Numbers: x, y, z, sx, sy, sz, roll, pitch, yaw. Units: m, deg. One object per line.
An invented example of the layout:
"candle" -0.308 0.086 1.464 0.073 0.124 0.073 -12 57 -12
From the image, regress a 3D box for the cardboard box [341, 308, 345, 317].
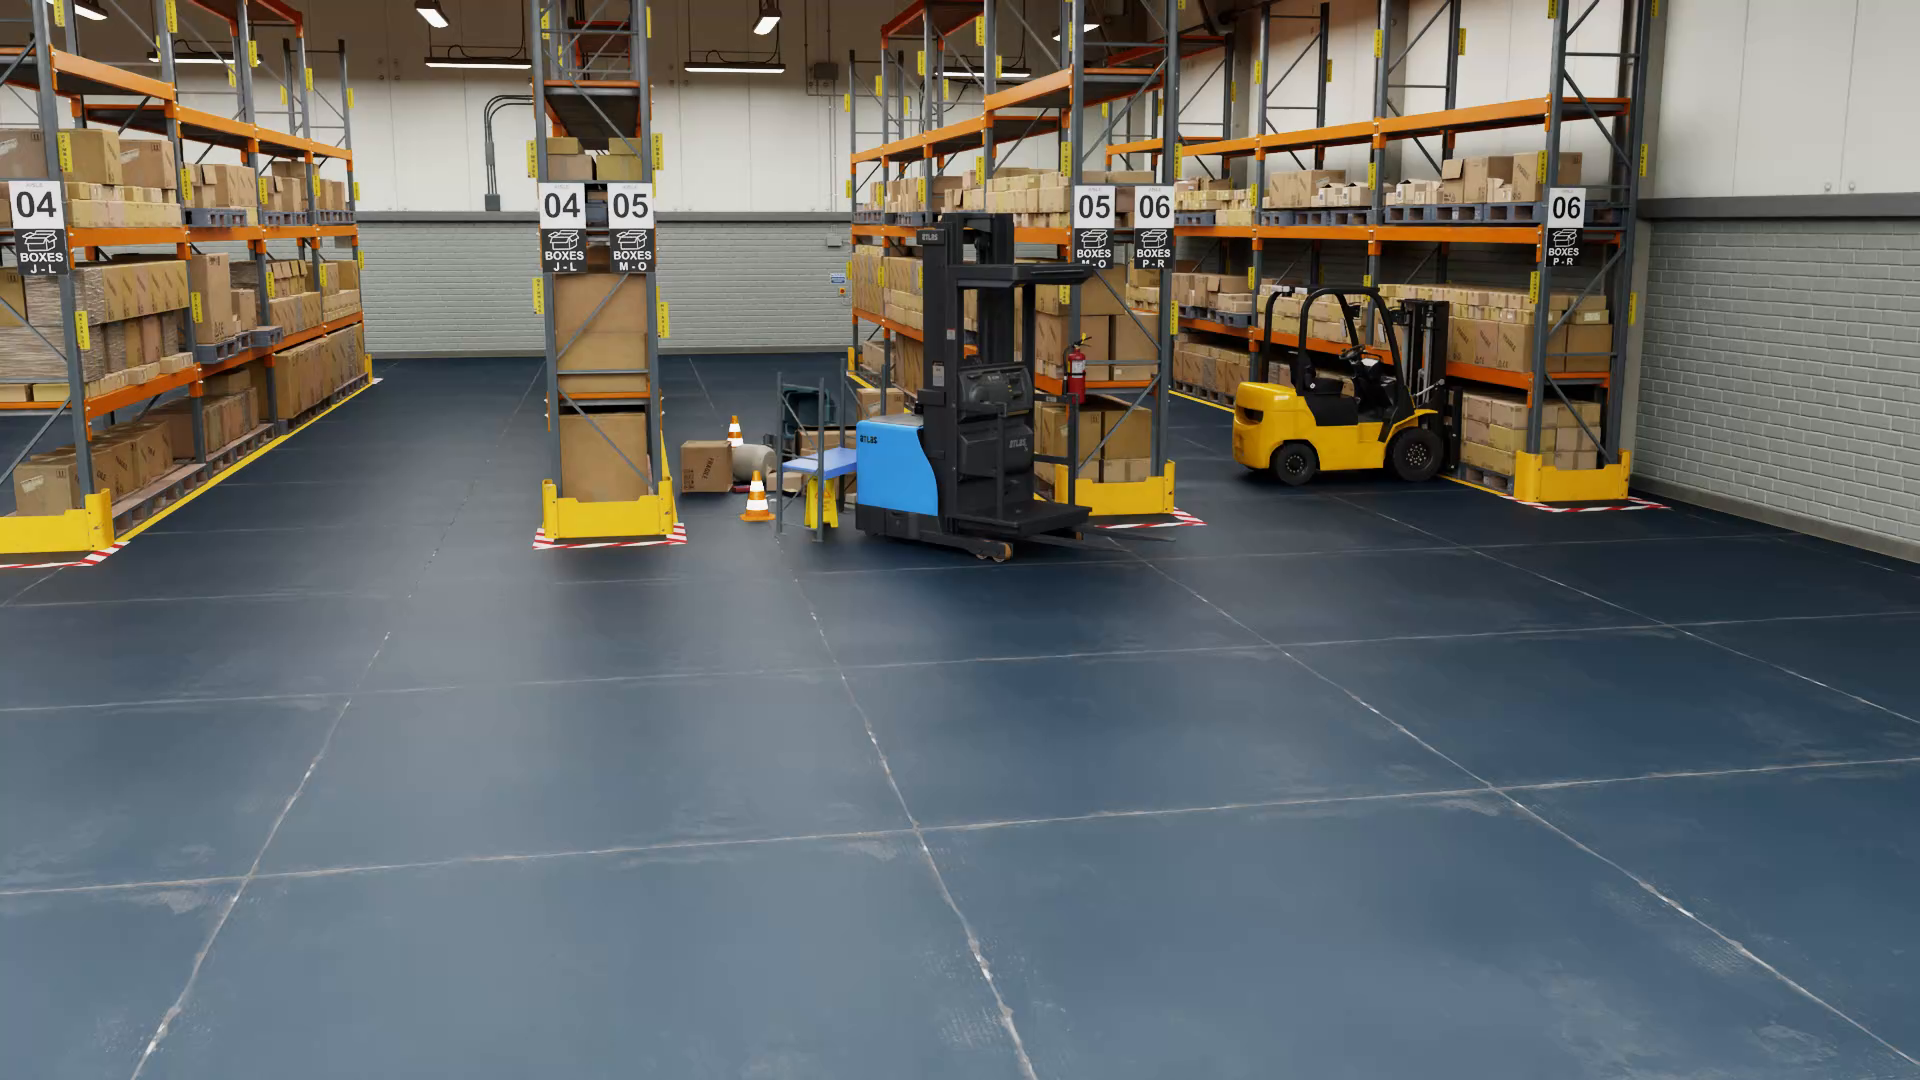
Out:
"cardboard box" -10.530 -3.809 27.860 0.380 0.149 0.250 -2 11 -13

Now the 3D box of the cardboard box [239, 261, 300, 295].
"cardboard box" -10.240 -3.879 24.606 0.797 0.503 0.637 -2 11 -10

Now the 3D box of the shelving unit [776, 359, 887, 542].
"shelving unit" -1.187 -0.850 15.431 0.538 1.500 1.048 10 17 29

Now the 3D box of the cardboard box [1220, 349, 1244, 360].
"cardboard box" 4.381 -2.962 26.561 0.380 0.149 0.250 -2 11 -12

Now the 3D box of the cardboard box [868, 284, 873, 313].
"cardboard box" -1.332 -4.252 29.245 0.500 0.500 0.500 -2 11 -12

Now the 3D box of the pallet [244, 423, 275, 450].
"pallet" -9.565 -1.334 21.639 1.003 0.211 1.213 -2 11 -11

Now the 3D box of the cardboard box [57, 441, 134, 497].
"cardboard box" -8.518 -0.697 16.399 0.500 0.500 0.500 -1 11 -6

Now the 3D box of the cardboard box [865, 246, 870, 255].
"cardboard box" -1.493 -5.172 29.673 0.380 0.149 0.250 -2 11 -12

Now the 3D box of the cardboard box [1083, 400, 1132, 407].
"cardboard box" 1.564 -1.222 17.820 0.500 0.500 0.500 -3 11 -13

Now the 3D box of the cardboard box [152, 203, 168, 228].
"cardboard box" -8.502 -3.343 17.116 0.500 0.250 0.500 -2 11 -10

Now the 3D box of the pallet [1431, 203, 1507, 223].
"pallet" 6.076 -3.706 18.861 1.003 0.211 1.213 -2 11 -11

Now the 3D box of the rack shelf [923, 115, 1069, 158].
"rack shelf" 0.394 -5.238 21.642 1.077 0.370 4.000 -2 11 -11

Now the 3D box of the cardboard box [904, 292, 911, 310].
"cardboard box" -0.562 -3.646 25.394 0.500 0.250 0.500 -2 11 -12

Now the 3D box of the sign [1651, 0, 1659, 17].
"sign" 6.974 -5.424 16.705 0.100 0.325 0.005 -2 11 -11

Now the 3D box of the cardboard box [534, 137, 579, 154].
"cardboard box" -3.674 -3.588 15.153 0.380 0.149 0.250 -2 11 -10

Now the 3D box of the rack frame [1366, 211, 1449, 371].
"rack frame" 5.651 -2.655 21.123 1.000 3.000 0.127 -2 11 -11

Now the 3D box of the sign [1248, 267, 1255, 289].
"sign" 4.342 -3.897 24.764 0.100 0.325 0.005 -2 11 -11

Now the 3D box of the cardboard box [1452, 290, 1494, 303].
"cardboard box" 5.848 -2.774 18.953 0.380 0.149 0.250 -2 11 -10

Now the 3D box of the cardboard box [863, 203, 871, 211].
"cardboard box" -1.565 -6.072 30.336 0.380 0.149 0.250 -2 11 -9

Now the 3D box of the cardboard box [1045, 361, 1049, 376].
"cardboard box" 1.091 -1.768 17.134 0.380 0.149 0.250 -2 11 -12

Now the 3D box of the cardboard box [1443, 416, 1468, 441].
"cardboard box" 5.820 -1.287 18.828 0.500 0.250 0.500 -2 11 -12

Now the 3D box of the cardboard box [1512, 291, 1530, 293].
"cardboard box" 6.381 -2.695 18.536 0.380 0.149 0.250 -2 11 -9

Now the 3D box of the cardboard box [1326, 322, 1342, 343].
"cardboard box" 5.193 -2.756 22.056 0.500 0.250 0.500 -2 11 -11

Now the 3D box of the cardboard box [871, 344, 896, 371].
"cardboard box" -1.139 -3.337 30.437 0.875 0.438 0.875 -2 11 -9

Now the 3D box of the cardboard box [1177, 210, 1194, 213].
"cardboard box" 3.755 -5.748 28.955 0.500 0.250 0.500 -2 11 -11

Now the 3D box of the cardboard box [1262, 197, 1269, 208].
"cardboard box" 4.643 -4.928 24.276 0.380 0.166 0.250 -2 11 -11

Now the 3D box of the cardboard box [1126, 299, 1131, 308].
"cardboard box" 3.314 -4.424 31.090 0.380 0.149 0.250 -2 11 -13

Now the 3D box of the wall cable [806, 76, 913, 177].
"wall cable" -2.196 -8.682 36.742 2.355 3.000 0.029 -2 11 -11

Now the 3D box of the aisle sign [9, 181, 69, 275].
"aisle sign" -7.854 -2.656 14.178 0.394 0.787 0.004 -2 11 -11

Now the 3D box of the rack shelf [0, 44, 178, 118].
"rack shelf" -8.549 -4.339 15.857 1.077 0.370 4.000 -2 11 -11

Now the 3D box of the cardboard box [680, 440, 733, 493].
"cardboard box" -2.745 -0.801 18.061 0.500 0.500 0.500 0 11 -1

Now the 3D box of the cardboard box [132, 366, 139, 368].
"cardboard box" -8.357 -1.637 16.446 0.380 0.149 0.250 -2 11 -11

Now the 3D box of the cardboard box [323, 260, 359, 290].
"cardboard box" -10.919 -4.675 29.338 0.500 0.500 0.500 -2 11 -10

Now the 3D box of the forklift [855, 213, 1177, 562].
"forklift" 0.473 -1.362 14.513 3.031 2.935 1.130 9 14 40

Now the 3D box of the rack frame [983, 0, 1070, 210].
"rack frame" 0.783 -5.421 19.610 1.000 3.000 0.127 -2 11 -11

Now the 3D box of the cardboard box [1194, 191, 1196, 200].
"cardboard box" 4.035 -5.618 27.153 0.380 0.149 0.250 -2 11 -10

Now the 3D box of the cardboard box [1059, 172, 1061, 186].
"cardboard box" 1.193 -3.582 16.510 0.380 0.149 0.250 -2 11 -10

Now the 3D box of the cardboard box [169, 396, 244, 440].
"cardboard box" -9.329 -1.508 20.606 0.700 0.500 0.500 -1 11 -6

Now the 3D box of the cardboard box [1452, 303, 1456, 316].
"cardboard box" 5.853 -2.626 18.968 0.380 0.149 0.250 -2 11 -11

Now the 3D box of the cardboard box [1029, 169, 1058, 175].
"cardboard box" 0.955 -4.538 20.936 0.500 0.250 0.500 -2 11 -12

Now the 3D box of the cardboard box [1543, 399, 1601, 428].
"cardboard box" 6.521 -1.363 17.892 0.500 0.250 0.500 -2 11 -12

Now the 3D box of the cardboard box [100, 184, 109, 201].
"cardboard box" -8.139 -3.225 15.428 0.380 0.149 0.250 -2 11 -11

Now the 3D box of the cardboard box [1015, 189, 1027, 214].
"cardboard box" 0.894 -3.650 17.934 0.500 0.250 0.500 -2 11 -10

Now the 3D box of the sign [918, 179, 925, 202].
"sign" -0.541 -4.955 23.591 0.100 0.325 0.005 -2 11 -11

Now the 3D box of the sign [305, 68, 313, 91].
"sign" -9.964 -7.047 25.446 0.100 0.325 0.005 -2 11 -11

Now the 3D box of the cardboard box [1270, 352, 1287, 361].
"cardboard box" 5.052 -2.842 25.934 0.380 0.149 0.250 -2 11 -9

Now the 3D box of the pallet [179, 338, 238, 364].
"pallet" -8.944 -2.165 19.060 1.003 0.211 1.213 -2 11 -11

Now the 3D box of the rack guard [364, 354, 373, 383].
"rack guard" -11.277 -3.091 30.098 1.175 0.500 0.348 -2 11 -11

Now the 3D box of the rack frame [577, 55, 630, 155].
"rack frame" -6.387 -7.423 30.130 1.000 3.000 0.127 -2 11 -11

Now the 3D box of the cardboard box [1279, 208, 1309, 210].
"cardboard box" 5.036 -5.060 25.071 0.380 0.149 0.250 -2 11 -10

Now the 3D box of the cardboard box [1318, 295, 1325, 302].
"cardboard box" 5.089 -3.311 22.565 0.380 0.149 0.250 -2 11 -11
